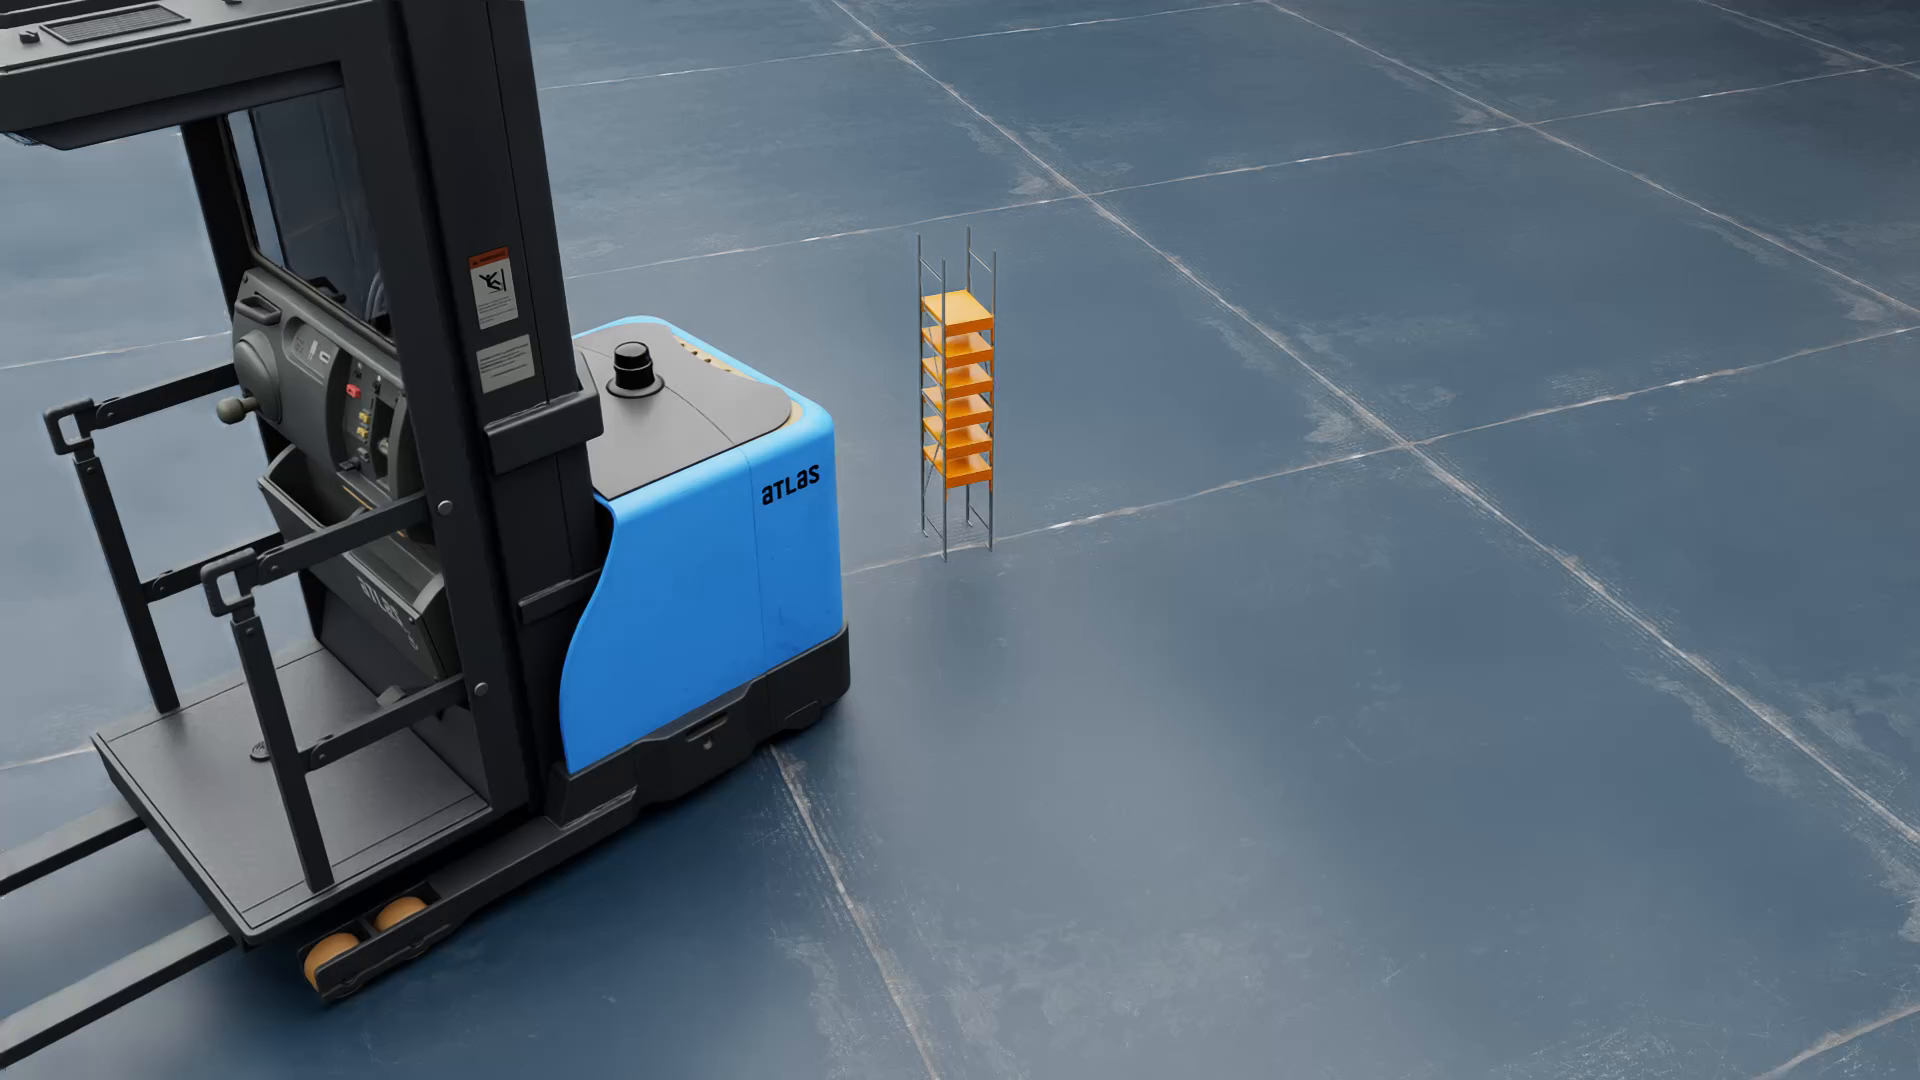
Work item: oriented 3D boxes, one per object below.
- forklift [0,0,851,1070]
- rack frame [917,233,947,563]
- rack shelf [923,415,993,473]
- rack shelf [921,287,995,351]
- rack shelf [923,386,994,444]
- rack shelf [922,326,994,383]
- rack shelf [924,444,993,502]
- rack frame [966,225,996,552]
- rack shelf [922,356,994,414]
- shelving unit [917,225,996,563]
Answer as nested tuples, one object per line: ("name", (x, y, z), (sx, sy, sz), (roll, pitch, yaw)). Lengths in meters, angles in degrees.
("forklift", (-1.773, -0.342, 4.088), (3.031, 2.935, 1.130), (-27, 42, -35))
("rack frame", (-0.098, -0.481, 5.888), (0.006, 1.200, 0.240), (-13, 35, -19))
("rack shelf", (-0.013, -0.362, 6.008), (0.180, 0.103, 0.258), (-13, 35, -19))
("rack shelf", (-0.013, -0.764, 5.746), (0.180, 0.103, 0.258), (-13, 35, -19))
("rack shelf", (-0.013, -0.463, 5.942), (0.180, 0.103, 0.258), (-13, 35, -19))
("rack shelf", (-0.013, -0.664, 5.811), (0.180, 0.103, 0.258), (-13, 35, -19))
("rack shelf", (-0.013, -0.261, 6.073), (0.180, 0.103, 0.258), (-13, 35, -19))
("rack frame", (0.071, -0.519, 5.948), (0.006, 1.200, 0.240), (-13, 35, -19))
("rack shelf", (-0.013, -0.563, 5.877), (0.180, 0.103, 0.258), (-13, 35, -19))
("shelving unit", (-0.013, -0.500, 5.918), (0.189, 1.200, 0.258), (-13, 35, -19))
